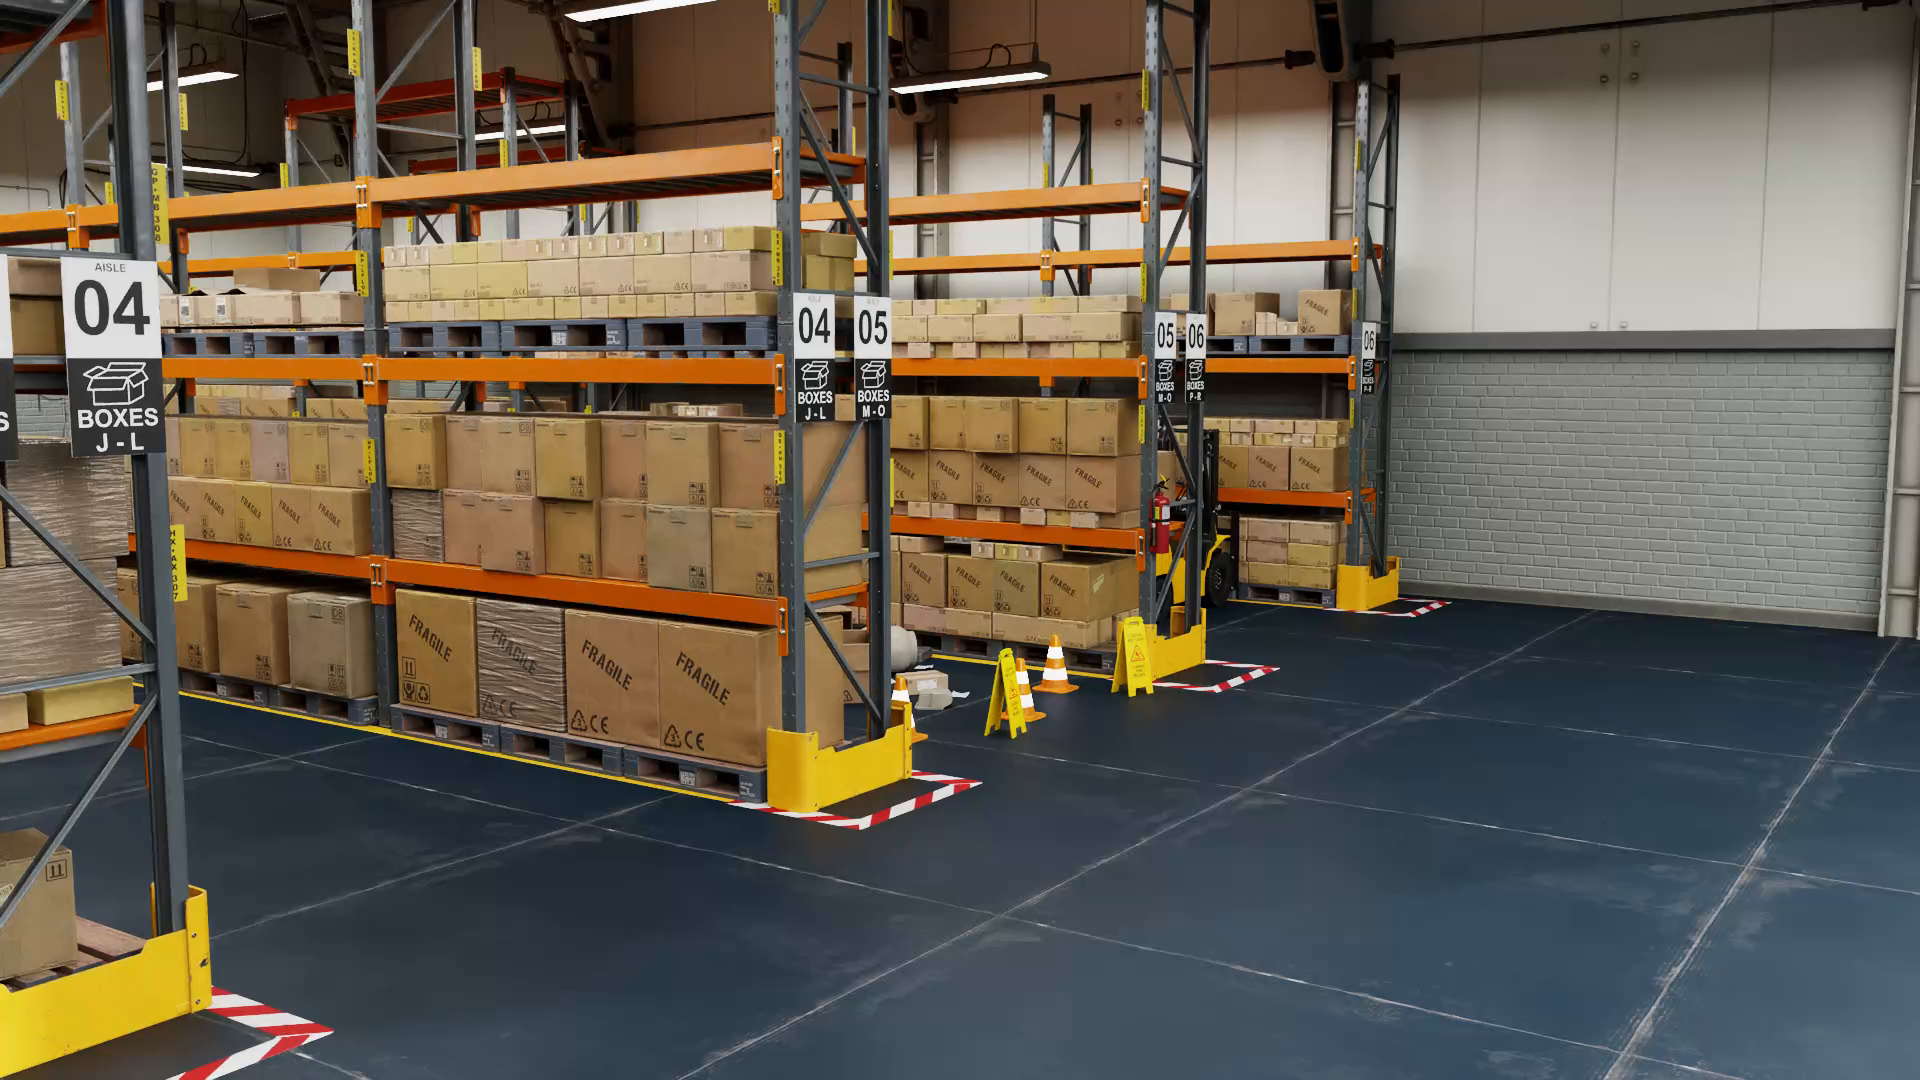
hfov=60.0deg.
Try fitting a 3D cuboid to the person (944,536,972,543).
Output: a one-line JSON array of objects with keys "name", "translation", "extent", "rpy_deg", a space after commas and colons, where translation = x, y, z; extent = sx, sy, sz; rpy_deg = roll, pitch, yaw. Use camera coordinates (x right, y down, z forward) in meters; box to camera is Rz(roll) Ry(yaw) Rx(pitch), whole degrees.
[{"name": "person", "translation": [-0.132, -0.131, 18.848], "extent": [0.616, 1.774, 0.449], "rpy_deg": [4, 7, 33]}]
